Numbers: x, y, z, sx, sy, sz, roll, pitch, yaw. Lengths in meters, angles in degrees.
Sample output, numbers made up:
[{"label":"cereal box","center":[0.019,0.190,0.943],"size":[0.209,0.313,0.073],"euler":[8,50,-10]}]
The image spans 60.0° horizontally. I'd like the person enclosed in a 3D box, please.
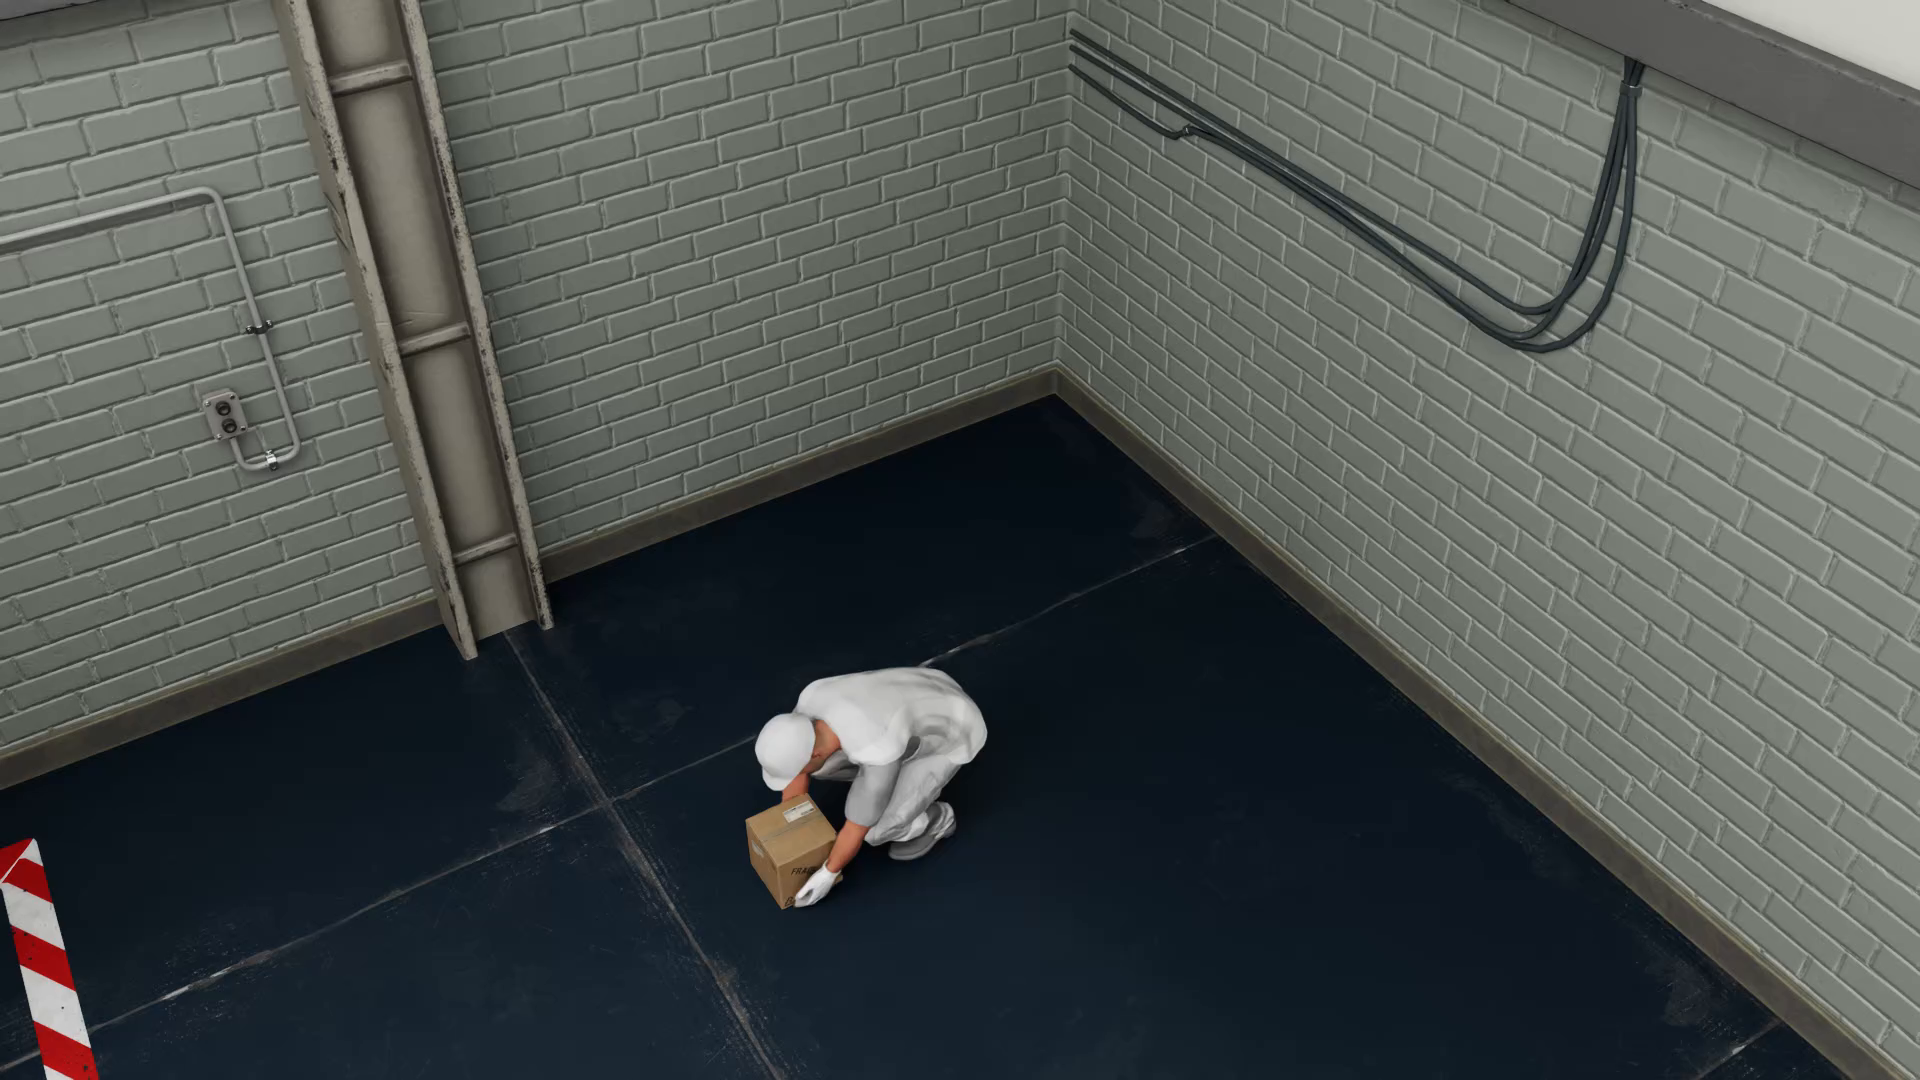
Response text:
[{"label":"person","center":[-0.321,0.793,5.944],"size":[0.890,0.880,0.563],"euler":[-22,45,-24]}]
